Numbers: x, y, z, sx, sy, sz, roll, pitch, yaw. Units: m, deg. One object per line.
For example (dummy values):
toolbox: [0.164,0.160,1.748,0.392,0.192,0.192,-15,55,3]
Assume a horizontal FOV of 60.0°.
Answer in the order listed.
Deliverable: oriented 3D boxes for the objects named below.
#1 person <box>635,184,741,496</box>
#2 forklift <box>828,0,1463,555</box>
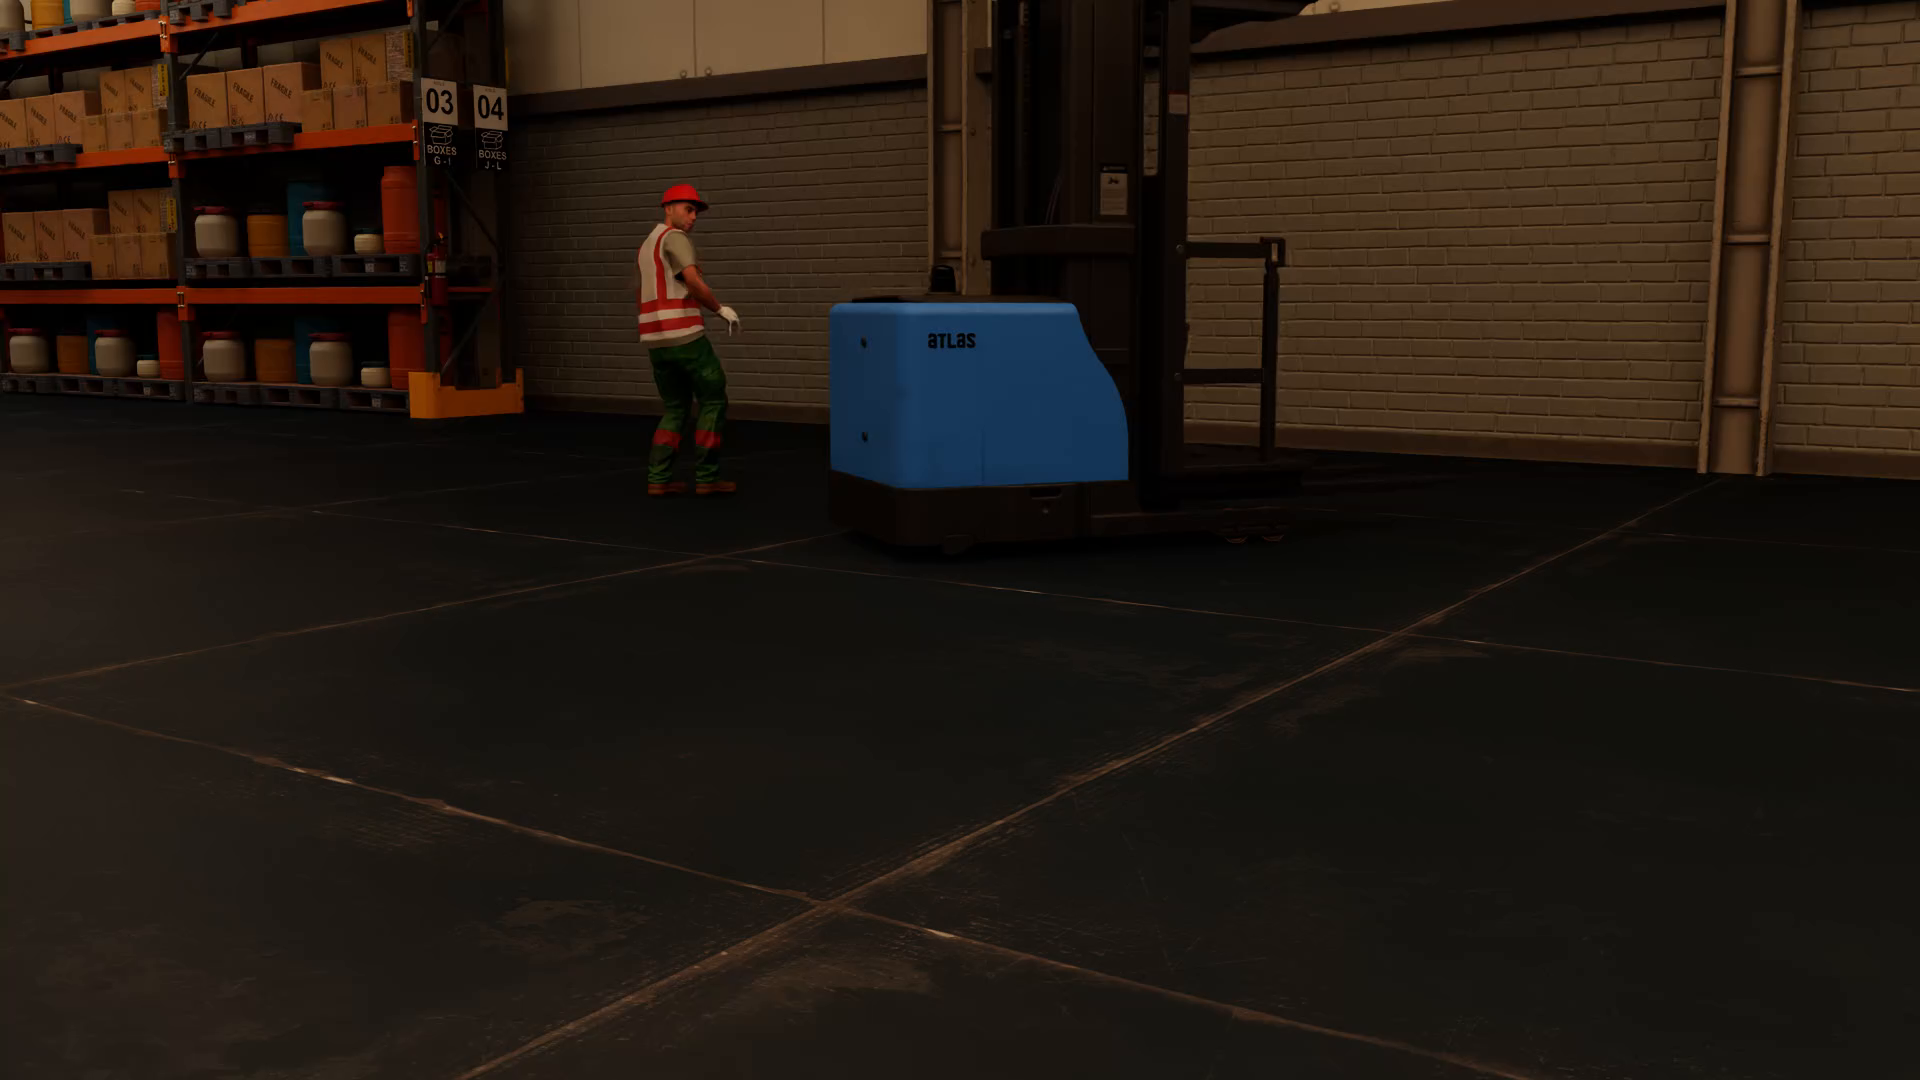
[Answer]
person: [-1.558,-1.118,9.349,0.515,1.736,0.747,-8,11,-43]
forklift: [0.953,-1.497,7.719,3.031,2.935,1.130,-3,9,-23]
